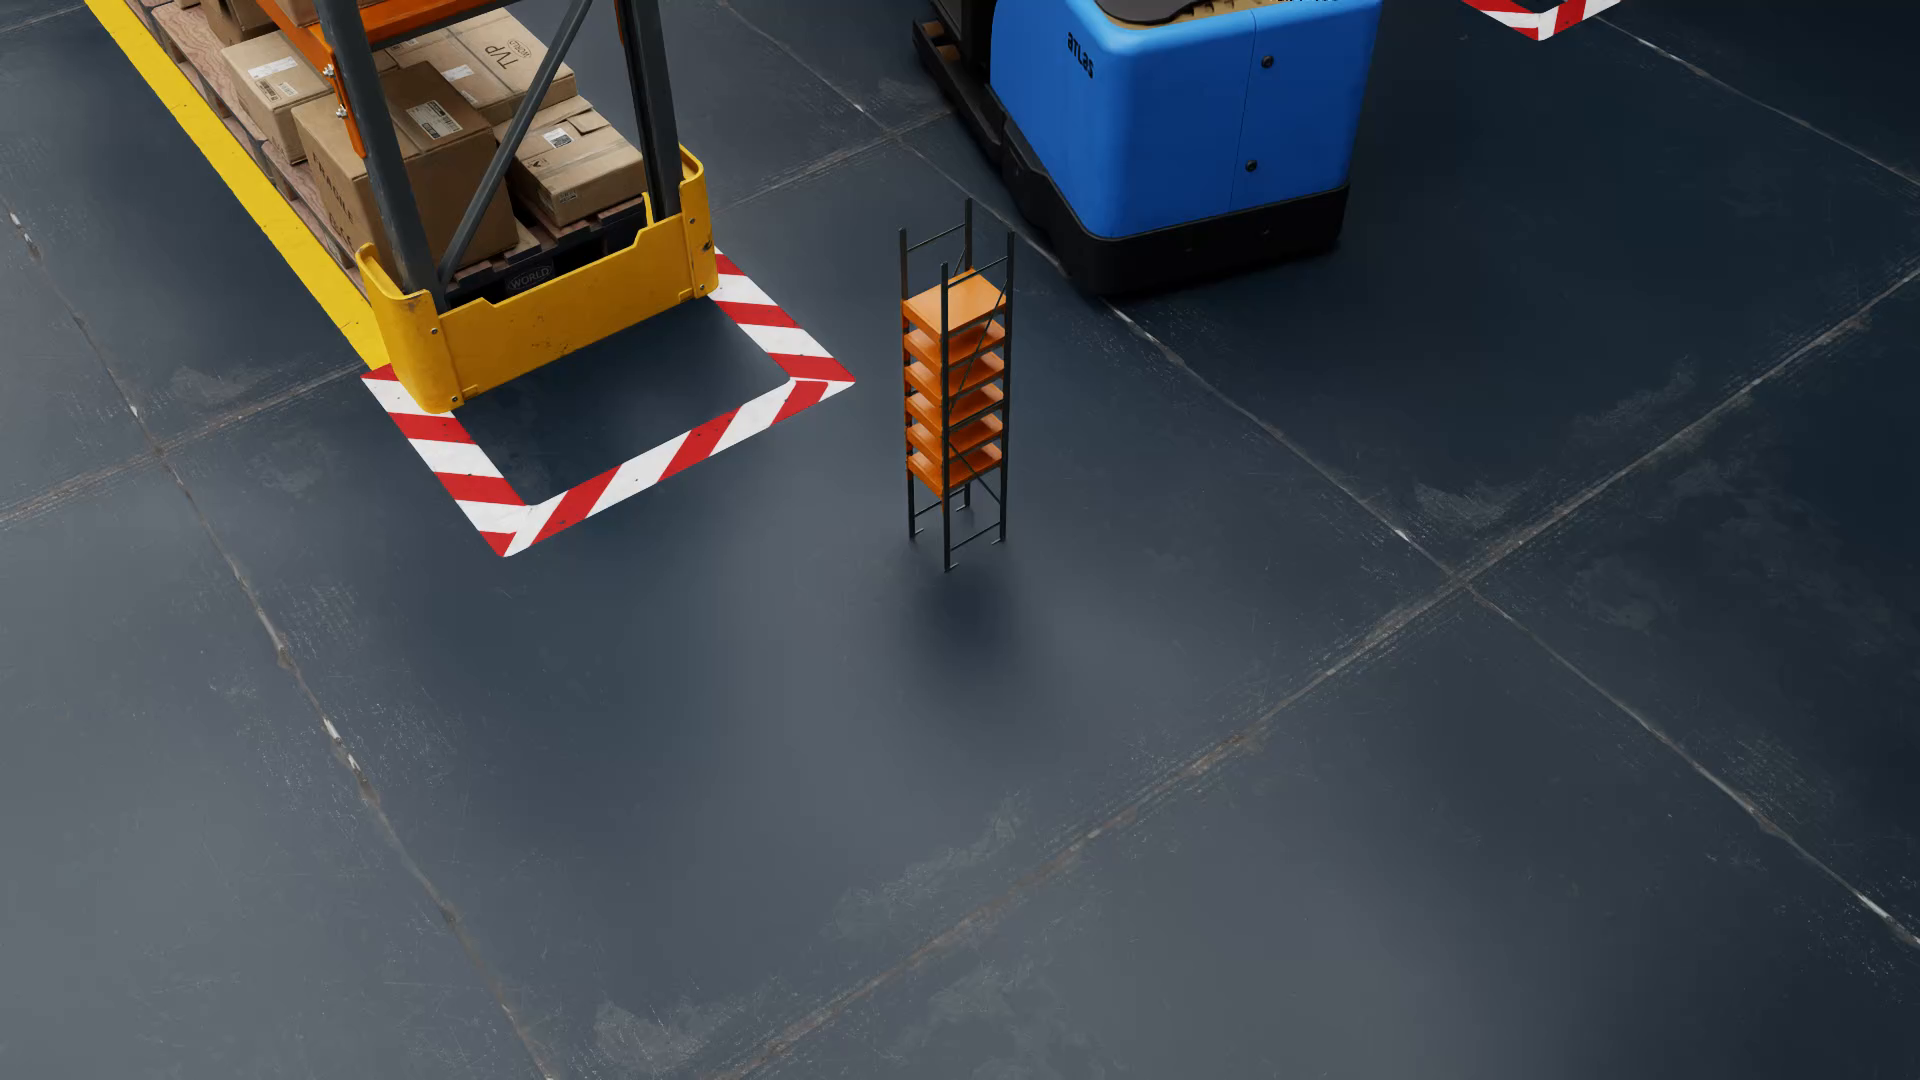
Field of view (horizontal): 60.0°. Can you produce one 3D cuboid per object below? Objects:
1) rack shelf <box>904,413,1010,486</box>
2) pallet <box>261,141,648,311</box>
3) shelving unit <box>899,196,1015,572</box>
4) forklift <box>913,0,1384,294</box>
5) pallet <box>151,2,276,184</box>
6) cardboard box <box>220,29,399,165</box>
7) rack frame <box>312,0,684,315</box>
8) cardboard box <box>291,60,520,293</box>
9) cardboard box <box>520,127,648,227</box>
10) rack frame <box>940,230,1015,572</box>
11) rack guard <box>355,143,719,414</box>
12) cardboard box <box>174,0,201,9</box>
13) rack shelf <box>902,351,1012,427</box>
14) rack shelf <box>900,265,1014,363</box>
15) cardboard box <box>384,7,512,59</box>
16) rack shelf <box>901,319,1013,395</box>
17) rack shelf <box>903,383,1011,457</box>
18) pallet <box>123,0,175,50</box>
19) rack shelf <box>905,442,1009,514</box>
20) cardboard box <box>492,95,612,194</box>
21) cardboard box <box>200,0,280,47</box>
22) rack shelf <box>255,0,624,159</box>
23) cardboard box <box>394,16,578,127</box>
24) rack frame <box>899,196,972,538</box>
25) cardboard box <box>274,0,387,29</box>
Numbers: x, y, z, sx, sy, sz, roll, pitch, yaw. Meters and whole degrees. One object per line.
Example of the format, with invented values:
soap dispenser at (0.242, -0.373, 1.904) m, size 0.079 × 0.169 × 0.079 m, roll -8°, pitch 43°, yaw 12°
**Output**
rack shelf at (-0.009, -0.301, 4.935) m, size 0.258 × 0.103 × 0.180 m, roll -29°, pitch 54°, yaw -24°
pallet at (-1.911, -1.311, 6.296) m, size 1.003 × 0.211 × 1.213 m, roll -29°, pitch 54°, yaw -24°
shelving unit at (-0.009, -0.412, 4.813) m, size 0.258 × 1.200 × 0.189 m, roll -29°, pitch 54°, yaw -24°
forklift at (0.445, -2.980, 5.973) m, size 1.130 × 2.935 × 3.031 m, roll -15°, pitch 50°, yaw -13°
pallet at (-2.646, -2.030, 6.948) m, size 1.003 × 0.211 × 1.213 m, roll -29°, pitch 54°, yaw -24°
cardboard box at (-2.458, -1.741, 6.363) m, size 0.500 × 0.250 × 0.500 m, roll -29°, pitch 54°, yaw -24°
rack frame at (-1.382, -1.733, 4.797) m, size 1.000 × 3.000 × 0.127 m, roll -29°, pitch 54°, yaw -24°
cardboard box at (-1.907, -1.252, 5.750) m, size 0.500 × 0.500 × 0.500 m, roll -29°, pitch 54°, yaw -24°
cardboard box at (-1.362, -1.325, 6.054) m, size 0.380 × 0.149 × 0.250 m, roll -29°, pitch 54°, yaw -24°
rack frame at (0.047, -0.358, 4.764) m, size 0.240 × 1.200 × 0.006 m, roll -29°, pitch 54°, yaw -24°
rack guard at (-1.428, -0.939, 5.763) m, size 1.175 × 0.500 × 0.348 m, roll -29°, pitch 54°, yaw -24°
cardboard box at (-3.190, -2.438, 7.051) m, size 0.380 × 0.166 × 0.250 m, roll -29°, pitch 54°, yaw -24°
rack shelf at (-0.009, -0.462, 4.757) m, size 0.258 × 0.103 × 0.180 m, roll -29°, pitch 54°, yaw -24°
rack shelf at (-0.009, -0.623, 4.579) m, size 0.258 × 0.103 × 0.180 m, roll -29°, pitch 54°, yaw -24°
cardboard box at (-2.091, -1.995, 6.593) m, size 0.500 × 0.250 × 0.500 m, roll -29°, pitch 54°, yaw -24°
rack shelf at (-0.009, -0.543, 4.668) m, size 0.258 × 0.103 × 0.180 m, roll -29°, pitch 54°, yaw -24°
rack shelf at (-0.009, -0.382, 4.846) m, size 0.258 × 0.103 × 0.180 m, roll -29°, pitch 54°, yaw -24°
pallet at (-3.389, -2.750, 7.601) m, size 1.003 × 0.211 × 1.213 m, roll -29°, pitch 54°, yaw -24°
rack shelf at (-0.009, -0.220, 5.024) m, size 0.258 × 0.103 × 0.180 m, roll -29°, pitch 54°, yaw -24°
cardboard box at (-1.513, -1.478, 6.181) m, size 0.380 × 0.166 × 0.250 m, roll -29°, pitch 54°, yaw -24°
cardboard box at (-2.662, -2.296, 6.695) m, size 0.797 × 0.503 × 0.637 m, roll -29°, pitch 54°, yaw -24°
rack shelf at (-2.593, -2.671, 6.132) m, size 1.077 × 0.370 × 4.000 m, roll -29°, pitch 54°, yaw -24°
cardboard box at (-1.788, -1.700, 6.326) m, size 0.500 × 0.250 × 0.500 m, roll -29°, pitch 54°, yaw -24°
rack frame at (-0.064, -0.465, 4.862) m, size 0.240 × 1.200 × 0.006 m, roll -29°, pitch 54°, yaw -24°
cardboard box at (-1.869, -1.909, 4.888) m, size 0.500 × 0.500 × 0.500 m, roll -28°, pitch 54°, yaw -23°
